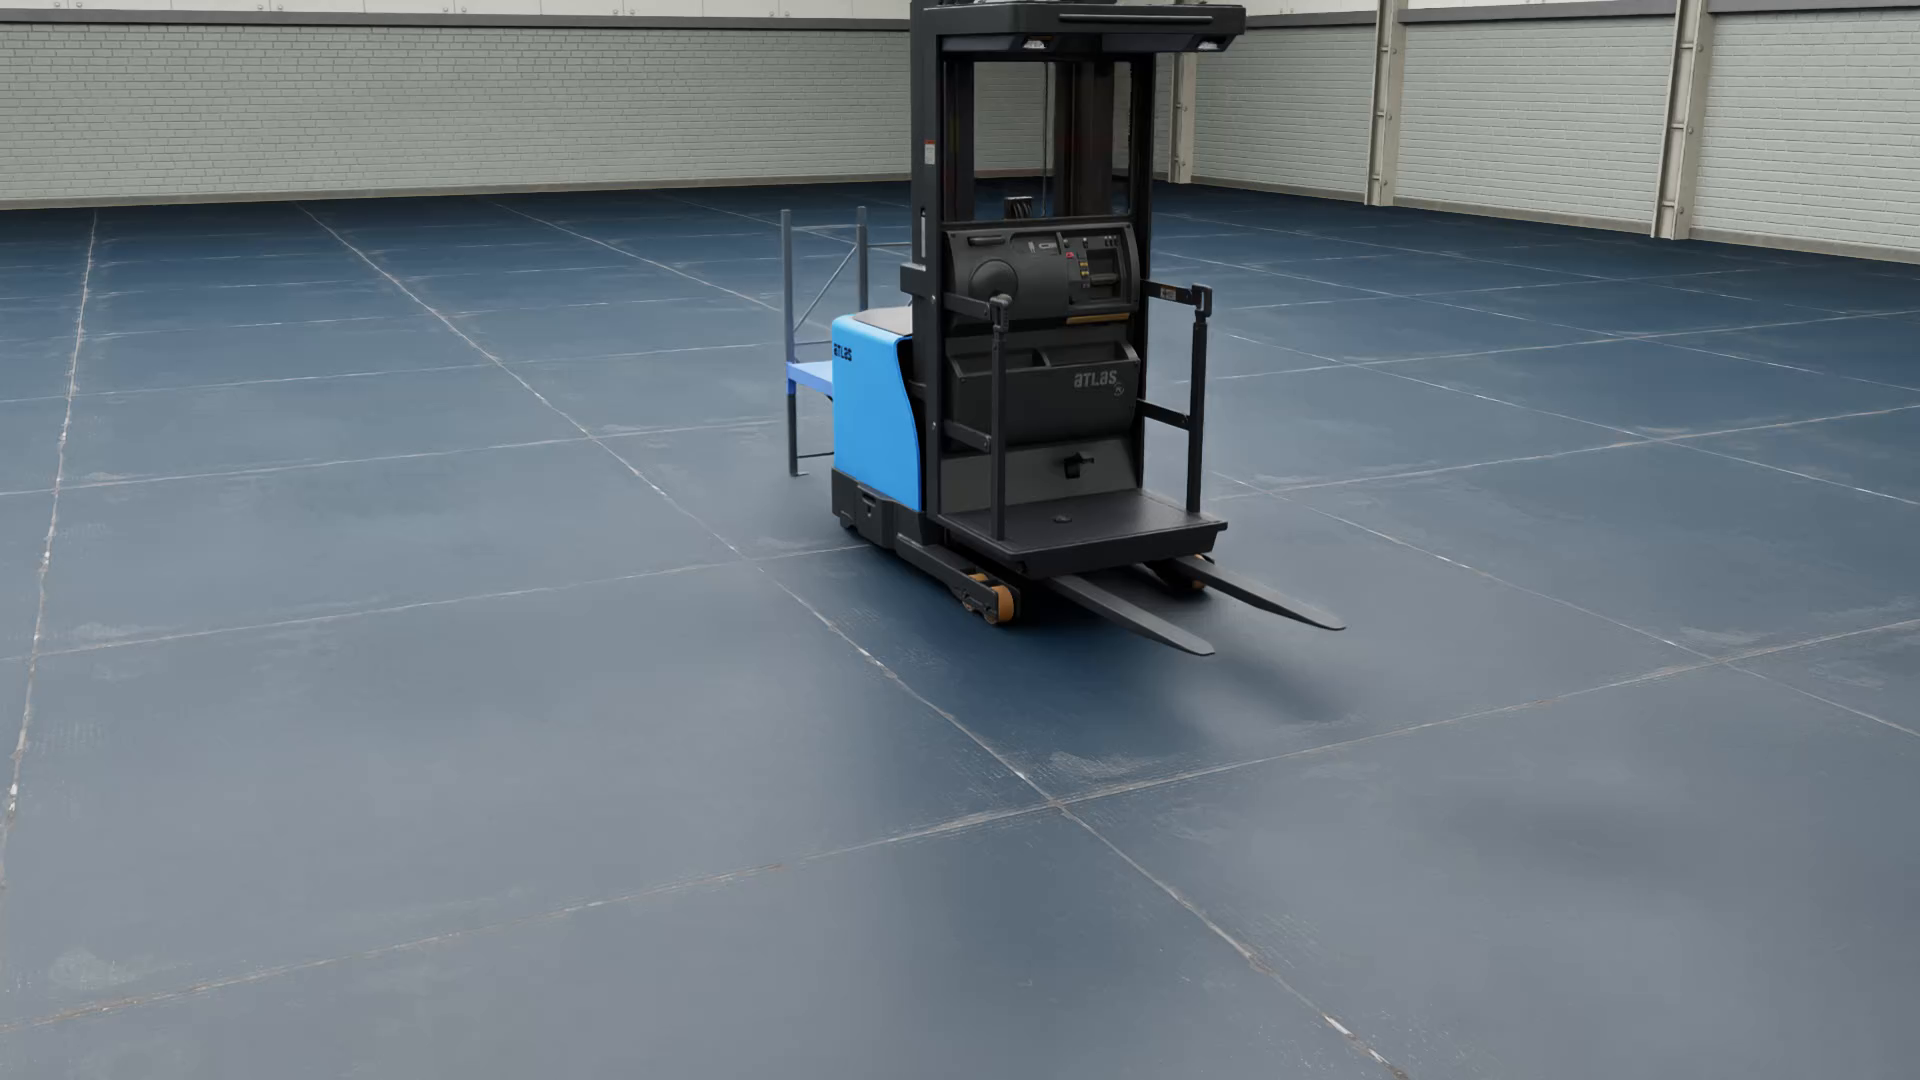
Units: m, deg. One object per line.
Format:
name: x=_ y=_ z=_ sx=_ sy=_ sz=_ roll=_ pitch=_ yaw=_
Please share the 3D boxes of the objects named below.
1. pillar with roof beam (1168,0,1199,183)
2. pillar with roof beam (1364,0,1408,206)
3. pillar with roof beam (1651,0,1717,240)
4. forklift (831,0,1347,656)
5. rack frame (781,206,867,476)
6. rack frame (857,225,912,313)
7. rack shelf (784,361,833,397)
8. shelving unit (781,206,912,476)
pillar with roof beam: x=0.478 y=-10.868 z=29.808 sx=9.100 sy=9.000 sz=0.400 roll=-8 pitch=18 yaw=-25
pillar with roof beam: x=3.106 y=-9.380 z=24.623 sx=9.100 sy=9.000 sz=0.400 roll=-8 pitch=18 yaw=-25
pillar with roof beam: x=5.735 y=-7.892 z=19.439 sx=9.100 sy=9.000 sz=0.400 roll=-8 pitch=18 yaw=-25
forklift: x=0.473 y=-1.193 z=7.093 sx=1.130 sy=2.935 sz=3.031 roll=-8 pitch=18 yaw=-26
rack frame: x=-0.754 y=-1.121 z=9.438 sx=0.500 sy=1.500 sz=0.032 roll=-8 pitch=18 yaw=-26
rack frame: x=-0.286 y=-0.872 z=8.571 sx=0.500 sy=1.500 sz=0.032 roll=-8 pitch=18 yaw=-26
rack shelf: x=-0.520 y=-0.824 z=9.054 sx=0.538 sy=0.185 sz=1.000 roll=-8 pitch=18 yaw=-26
shelving unit: x=-0.520 y=-0.997 z=9.004 sx=0.538 sy=1.500 sz=1.048 roll=-8 pitch=18 yaw=-26
